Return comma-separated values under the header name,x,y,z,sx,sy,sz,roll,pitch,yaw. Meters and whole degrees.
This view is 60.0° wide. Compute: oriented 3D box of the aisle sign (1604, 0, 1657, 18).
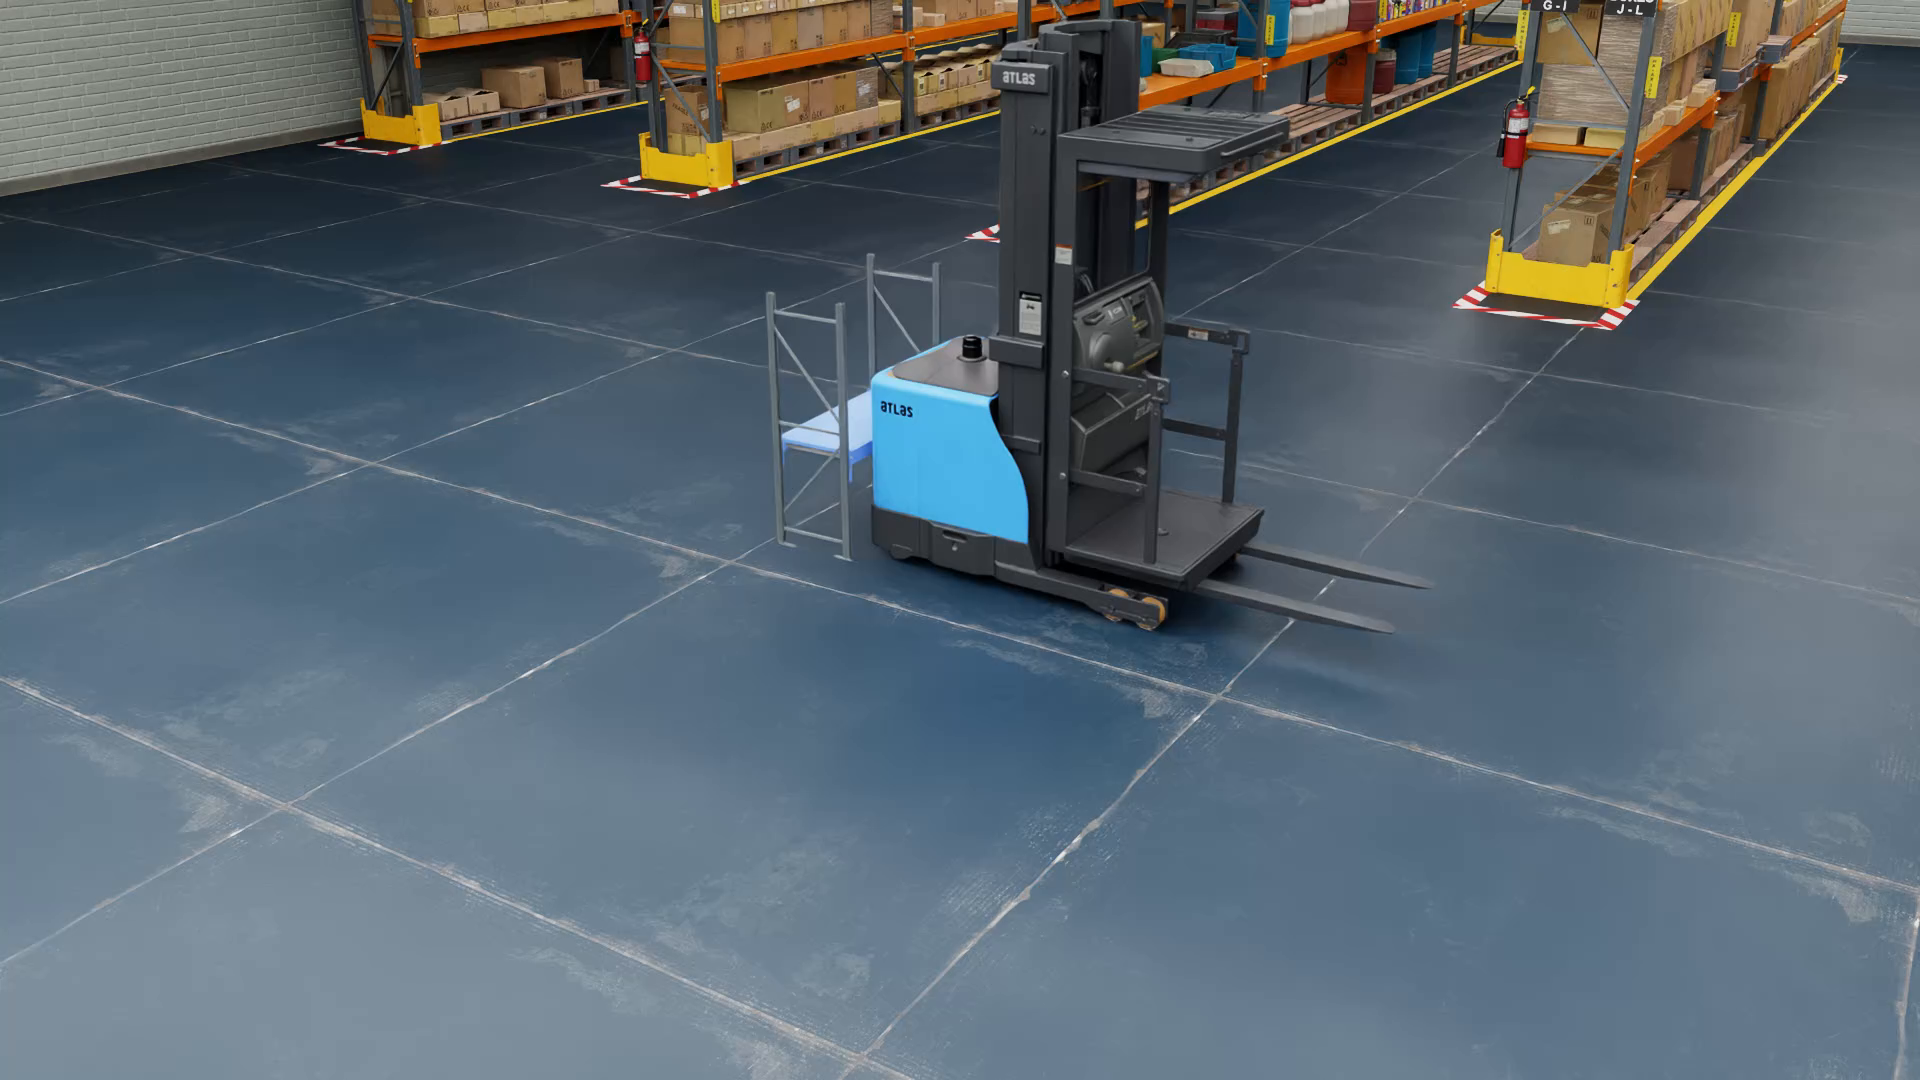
name,x,y,z,sx,sy,sz,roll,pitch,yaw
aisle sign,5.455,-4.631,13.399,0.394,0.787,0.004,14,27,29

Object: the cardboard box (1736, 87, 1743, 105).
name,x,y,z,sx,sy,sz,roll,pitch,yaw
cardboard box,9.125,-5.388,20.070,0.500,0.250,0.500,15,28,31

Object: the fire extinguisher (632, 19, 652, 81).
name,x,y,z,sx,sy,sz,roll,pitch,yaw
fire extinguisher,-3.638,-5.621,19.056,0.296,0.674,0.183,14,27,29

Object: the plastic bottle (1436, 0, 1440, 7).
name,x,y,z,sx,sy,sz,roll,pitch,yaw
plastic bottle,7.148,-8.208,24.997,0.144,0.351,0.185,14,27,29

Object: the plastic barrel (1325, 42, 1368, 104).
name,x,y,z,sx,sy,sz,roll,pitch,yaw
plastic barrel,5.488,-6.625,23.481,0.600,0.830,0.708,14,27,29

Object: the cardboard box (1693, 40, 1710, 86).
name,x,y,z,sx,sy,sz,roll,pitch,yaw
cardboard box,7.053,-4.915,16.828,0.875,0.500,0.500,14,27,29

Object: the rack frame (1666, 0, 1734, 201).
name,x,y,z,sx,sy,sz,roll,pitch,yaw
rack frame,7.343,-4.872,17.228,1.000,3.000,0.127,14,27,29

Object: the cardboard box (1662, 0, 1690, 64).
name,x,y,z,sx,sy,sz,roll,pitch,yaw
cardboard box,6.024,-4.459,14.515,0.500,0.500,0.500,14,27,29

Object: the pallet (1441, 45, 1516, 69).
name,x,y,z,sx,sy,sz,roll,pitch,yaw
pallet,8.997,-8.410,28.911,1.003,0.211,1.213,14,27,29

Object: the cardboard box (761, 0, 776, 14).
name,x,y,z,sx,sy,sz,roll,pitch,yaw
cardboard box,-2.387,-6.288,19.557,0.380,0.149,0.250,13,27,28

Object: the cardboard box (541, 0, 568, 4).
name,x,y,z,sx,sy,sz,roll,pitch,yaw
cardboard box,-5.802,-7.708,23.000,0.500,0.500,0.500,13,27,27

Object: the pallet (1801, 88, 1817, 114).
name,x,y,z,sx,sy,sz,roll,pitch,yaw
pallet,12.030,-6.532,24.574,1.003,0.211,1.213,14,27,29

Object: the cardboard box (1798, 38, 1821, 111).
name,x,y,z,sx,sy,sz,roll,pitch,yaw
cardboard box,11.242,-6.569,23.295,1.225,0.875,0.875,14,27,29

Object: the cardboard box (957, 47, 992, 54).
name,x,y,z,sx,sy,sz,roll,pitch,yaw
cardboard box,0.243,-7.193,24.816,0.500,0.311,0.500,13,27,28

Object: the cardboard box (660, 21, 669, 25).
name,x,y,z,sx,sy,sz,roll,pitch,yaw
cardboard box,-4.407,-7.962,26.016,0.500,0.250,0.500,13,27,27

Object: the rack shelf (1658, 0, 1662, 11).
name,x,y,z,sx,sy,sz,roll,pitch,yaw
rack shelf,6.288,-5.243,15.215,1.077,0.370,4.000,14,27,29

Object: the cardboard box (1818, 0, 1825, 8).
name,x,y,z,sx,sy,sz,roll,pitch,yaw
cardboard box,12.033,-7.743,23.675,0.500,0.250,0.500,13,27,28

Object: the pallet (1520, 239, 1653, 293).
name,x,y,z,sx,sy,sz,roll,pitch,yaw
pallet,5.731,-2.534,15.339,1.003,0.211,1.213,14,27,29

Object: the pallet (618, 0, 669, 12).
name,x,y,z,sx,sy,sz,roll,pitch,yaw
pallet,-4.755,-8.125,24.985,1.003,0.211,1.213,14,27,29

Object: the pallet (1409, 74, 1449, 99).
name,x,y,z,sx,sy,sz,roll,pitch,yaw
pallet,6.912,-7.078,25.835,1.003,0.211,1.213,14,27,29

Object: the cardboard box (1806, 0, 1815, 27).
name,x,y,z,sx,sy,sz,roll,pitch,yaw
cardboard box,11.281,-7.237,22.566,0.500,0.500,0.500,15,27,31

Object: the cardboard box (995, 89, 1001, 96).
name,x,y,z,sx,sy,sz,roll,pitch,yaw
cardboard box,0.432,-6.657,24.285,0.500,0.250,0.500,15,27,30

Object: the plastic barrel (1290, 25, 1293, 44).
name,x,y,z,sx,sy,sz,roll,pitch,yaw
plastic barrel,3.963,-6.261,20.610,0.301,0.262,0.301,0,23,0

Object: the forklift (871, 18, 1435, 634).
name,x,y,z,sx,sy,sz,roll,pitch,yaw
forklift,1.014,-1.118,8.642,3.031,2.935,1.130,14,27,29

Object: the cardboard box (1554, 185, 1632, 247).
name,x,y,z,sx,sy,sz,roll,pitch,yaw
cardboard box,5.863,-2.983,15.484,0.500,0.500,0.500,-20,31,-39

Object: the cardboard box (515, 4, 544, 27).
name,x,y,z,sx,sy,sz,roll,pitch,yaw
cardboard box,-6.060,-7.193,22.754,0.500,0.250,0.500,14,27,29

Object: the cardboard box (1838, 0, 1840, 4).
name,x,y,z,sx,sy,sz,roll,pitch,yaw
cardboard box,13.227,-8.272,25.399,0.380,0.149,0.250,13,27,28

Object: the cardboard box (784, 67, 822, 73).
name,x,y,z,sx,sy,sz,roll,pitch,yaw
cardboard box,-2.109,-5.795,21.350,0.500,0.500,0.500,14,27,29

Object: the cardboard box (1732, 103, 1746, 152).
name,x,y,z,sx,sy,sz,roll,pitch,yaw
cardboard box,9.116,-5.046,20.223,0.700,0.500,0.500,12,26,26

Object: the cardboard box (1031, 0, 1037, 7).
name,x,y,z,sx,sy,sz,roll,pitch,yaw
cardboard box,0.810,-8.144,24.900,0.500,0.311,0.500,16,28,32

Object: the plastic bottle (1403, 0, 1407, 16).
name,x,y,z,sx,sy,sz,roll,pitch,yaw
plastic bottle,6.320,-7.624,23.748,0.097,0.271,0.097,0,23,0

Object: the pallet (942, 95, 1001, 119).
name,x,y,z,sx,sy,sz,roll,pitch,yaw
pallet,-0.073,-6.339,24.128,1.003,0.211,1.213,14,27,29

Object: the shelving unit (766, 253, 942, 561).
name,x,y,z,sx,sy,sz,roll,pitch,yaw
shelving unit,-0.586,-0.796,9.700,0.538,1.500,1.048,13,27,27

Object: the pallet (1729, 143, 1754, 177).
name,x,y,z,sx,sy,sz,roll,pitch,yaw
pallet,9.039,-4.679,20.292,1.003,0.211,1.213,14,27,29

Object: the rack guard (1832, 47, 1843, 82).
name,x,y,z,sx,sy,sz,roll,pitch,yaw
rack guard,13.685,-7.783,27.099,1.175,0.500,0.348,14,27,29

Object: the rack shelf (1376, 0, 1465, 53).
name,x,y,z,sx,sy,sz,roll,pitch,yaw
rack shelf,6.300,-7.605,24.446,1.077,0.370,4.000,14,27,29

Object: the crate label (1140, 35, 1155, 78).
name,x,y,z,sx,sy,sz,roll,pitch,yaw
crate label,1.766,-5.254,18.066,0.502,0.435,0.616,14,27,29

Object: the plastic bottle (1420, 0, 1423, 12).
name,x,y,z,sx,sy,sz,roll,pitch,yaw
plastic bottle,6.732,-7.856,24.371,0.097,0.201,0.097,0,23,0

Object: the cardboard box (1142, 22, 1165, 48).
name,x,y,z,sx,sy,sz,roll,pitch,yaw
cardboard box,3.132,-8.477,28.149,0.500,0.500,0.500,14,27,29

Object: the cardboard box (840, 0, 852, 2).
name,x,y,z,sx,sy,sz,roll,pitch,yaw
cardboard box,-1.571,-6.813,20.769,0.380,0.149,0.250,14,27,29

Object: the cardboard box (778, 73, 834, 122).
name,x,y,z,sx,sy,sz,roll,pitch,yaw
cardboard box,-1.916,-5.514,20.700,0.500,0.500,0.500,14,27,29

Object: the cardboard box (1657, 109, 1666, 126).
name,x,y,z,sx,sy,sz,roll,pitch,yaw
cardboard box,6.239,-3.876,15.244,0.380,0.149,0.250,14,27,29

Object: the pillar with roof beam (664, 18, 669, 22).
name,x,y,z,sx,sy,sz,roll,pitch,yaw
pillar with roof beam,-0.935,-10.929,23.669,9.100,9.000,0.400,14,27,29

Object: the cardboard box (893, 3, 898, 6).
name,x,y,z,sx,sy,sz,roll,pitch,yaw
cardboard box,-0.764,-7.222,22.827,0.396,0.266,0.258,13,27,28

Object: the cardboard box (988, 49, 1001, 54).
name,x,y,z,sx,sy,sz,roll,pitch,yaw
cardboard box,0.703,-7.082,24.560,0.500,0.311,0.500,13,27,28

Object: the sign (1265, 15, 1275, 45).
name,x,y,z,sx,sy,sz,roll,pitch,yaw
sign,3.596,-5.918,19.295,0.100,0.325,0.005,14,27,29

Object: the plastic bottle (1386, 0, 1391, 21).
name,x,y,z,sx,sy,sz,roll,pitch,yaw
plastic bottle,5.960,-7.386,23.182,0.061,0.283,0.133,14,27,29

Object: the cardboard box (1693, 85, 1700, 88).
name,x,y,z,sx,sy,sz,roll,pitch,yaw
cardboard box,7.156,-4.468,16.612,0.380,0.149,0.250,14,27,29

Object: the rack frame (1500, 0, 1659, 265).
name,x,y,z,sx,sy,sz,roll,pitch,yaw
rack frame,5.233,-3.522,14.109,1.000,3.000,0.127,14,27,29

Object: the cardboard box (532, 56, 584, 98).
name,x,y,z,sx,sy,sz,roll,pitch,yaw
cardboard box,-5.795,-6.682,24.002,0.500,0.500,0.500,12,26,25

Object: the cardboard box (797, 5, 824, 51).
name,x,y,z,sx,sy,sz,roll,pitch,yaw
cardboard box,-2.110,-6.323,20.454,0.700,0.500,0.500,15,27,31

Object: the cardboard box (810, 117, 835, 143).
name,x,y,z,sx,sy,sz,roll,pitch,yaw
cardboard box,-1.917,-5.170,20.849,0.500,0.250,0.500,14,27,29

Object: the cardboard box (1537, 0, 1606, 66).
name,x,y,z,sx,sy,sz,roll,pitch,yaw
cardboard box,5.313,-4.400,14.380,0.500,0.500,0.500,14,27,29

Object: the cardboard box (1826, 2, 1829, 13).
name,x,y,z,sx,sy,sz,roll,pitch,yaw
cardboard box,12.416,-7.753,24.201,0.380,0.149,0.250,13,27,28

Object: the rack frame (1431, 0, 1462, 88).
name,x,y,z,sx,sy,sz,roll,pitch,yaw
rack frame,7.355,-8.610,25.862,1.000,3.000,0.127,14,27,29
